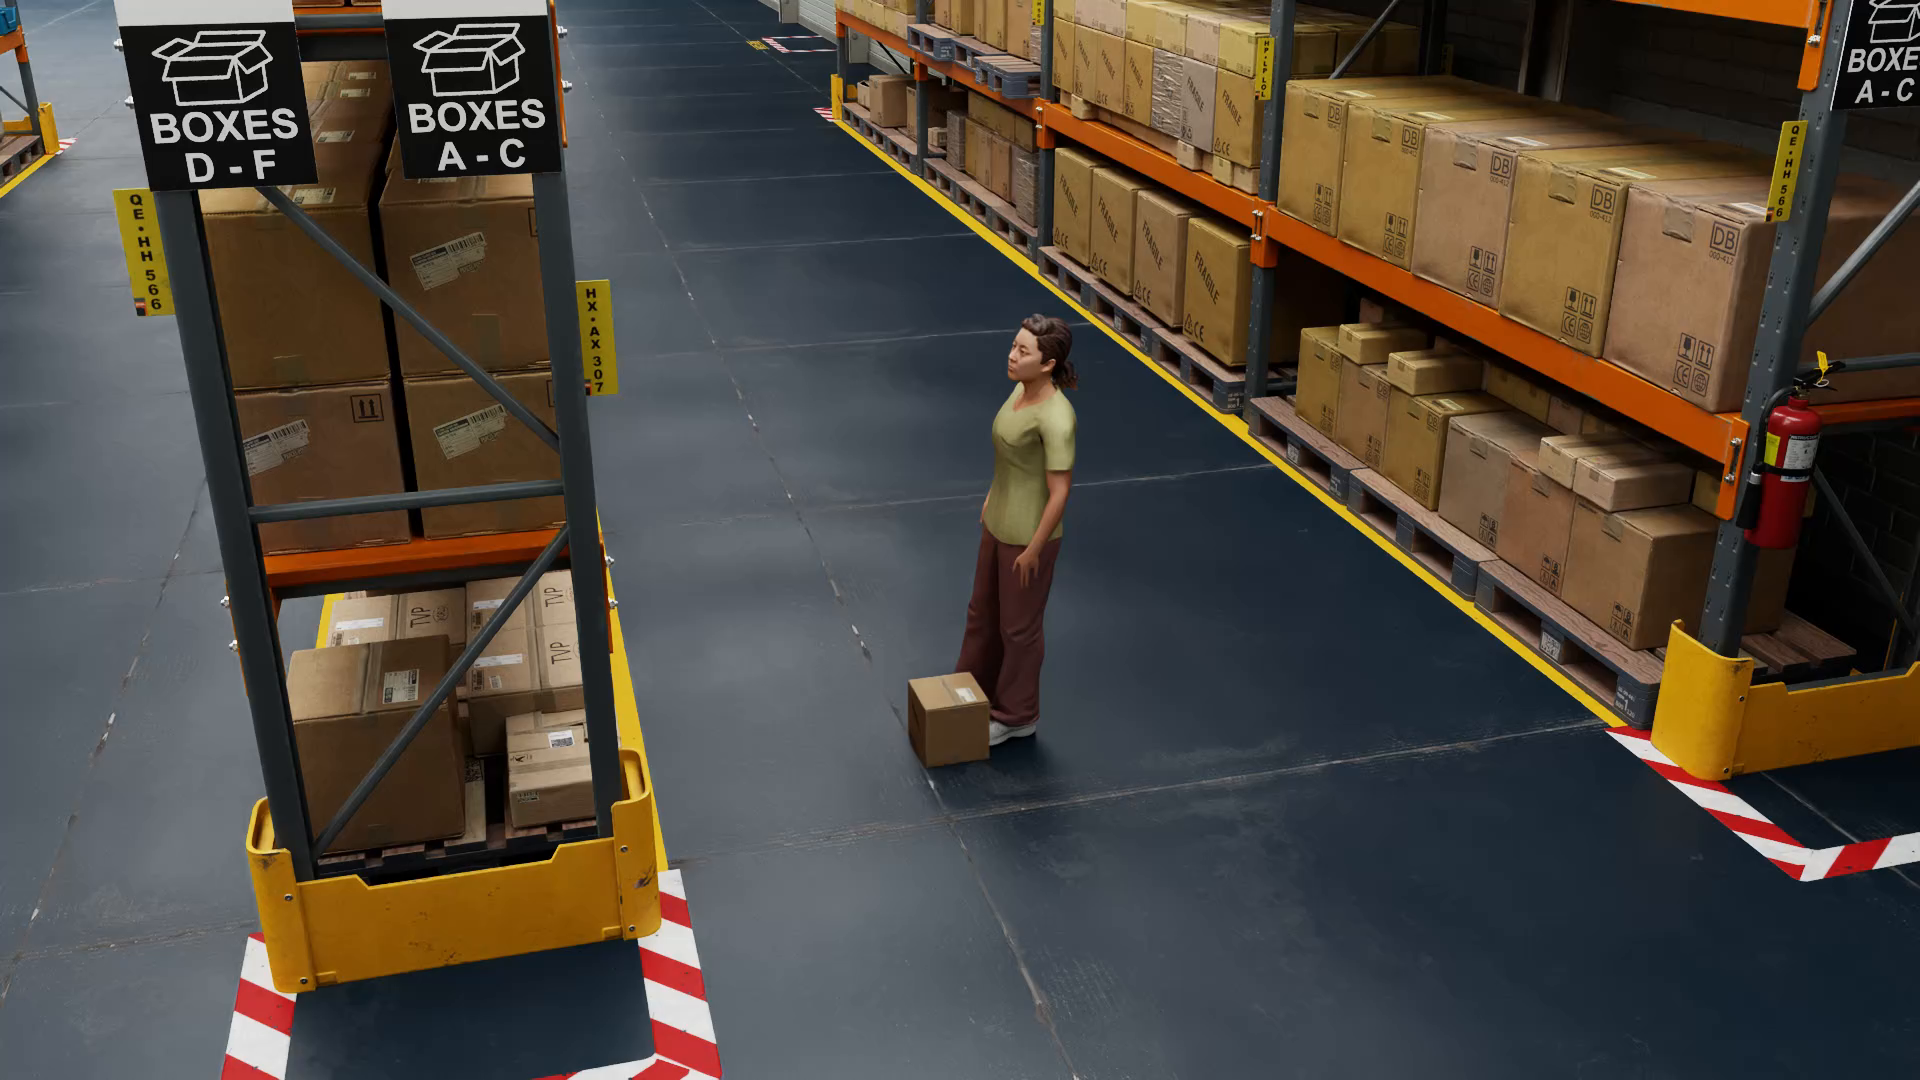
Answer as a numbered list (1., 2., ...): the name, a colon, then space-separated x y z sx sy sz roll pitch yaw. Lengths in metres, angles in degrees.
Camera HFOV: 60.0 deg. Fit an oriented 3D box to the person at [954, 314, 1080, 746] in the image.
1. person: 0.157 -0.017 6.114 0.549 1.674 0.551 -6 24 -14
